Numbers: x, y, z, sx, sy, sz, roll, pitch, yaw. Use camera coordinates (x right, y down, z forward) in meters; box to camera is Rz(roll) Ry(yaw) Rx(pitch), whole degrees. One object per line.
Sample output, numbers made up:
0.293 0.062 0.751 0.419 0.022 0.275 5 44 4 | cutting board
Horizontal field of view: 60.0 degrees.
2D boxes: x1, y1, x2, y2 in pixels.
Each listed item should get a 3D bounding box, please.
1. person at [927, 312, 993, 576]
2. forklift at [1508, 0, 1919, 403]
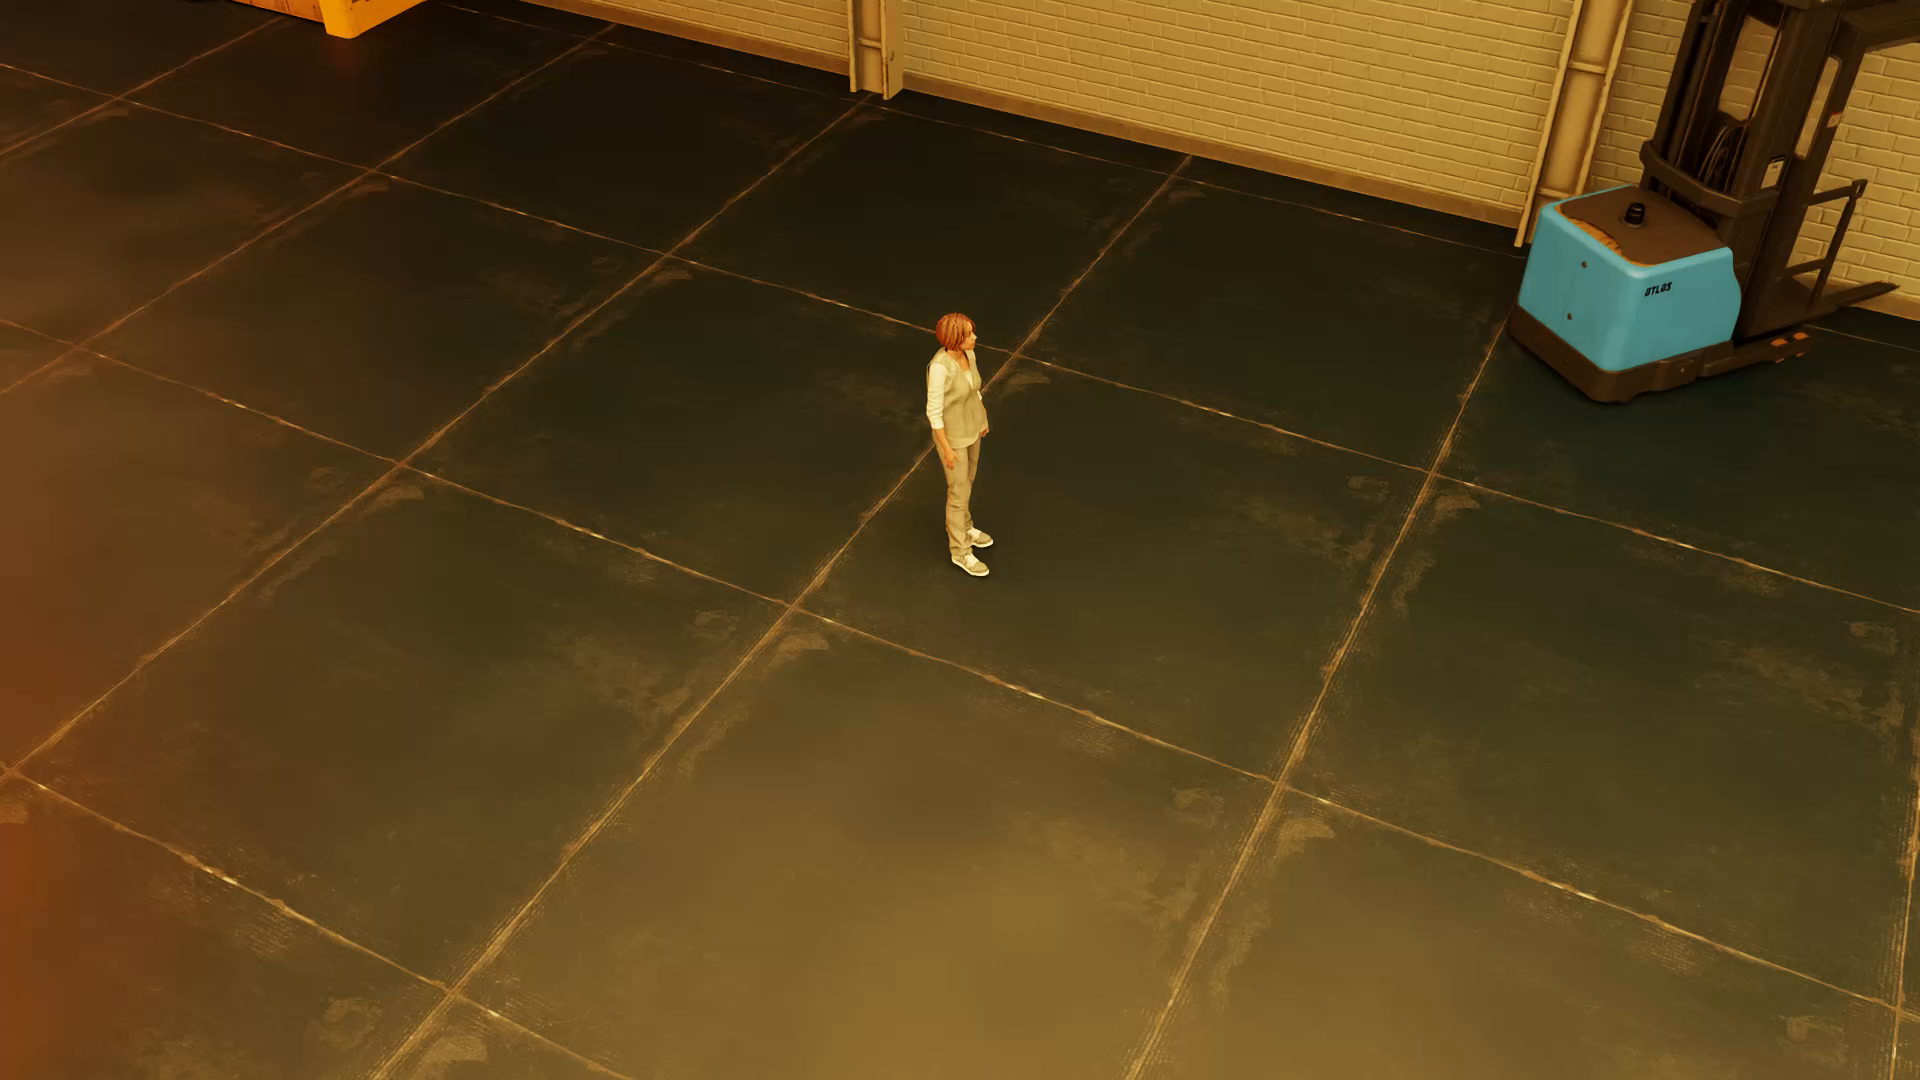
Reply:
0.059 -0.586 9.707 0.475 1.597 0.520 18 43 21 | person
5.497 -2.674 11.161 3.031 2.935 1.130 -16 43 -18 | forklift
